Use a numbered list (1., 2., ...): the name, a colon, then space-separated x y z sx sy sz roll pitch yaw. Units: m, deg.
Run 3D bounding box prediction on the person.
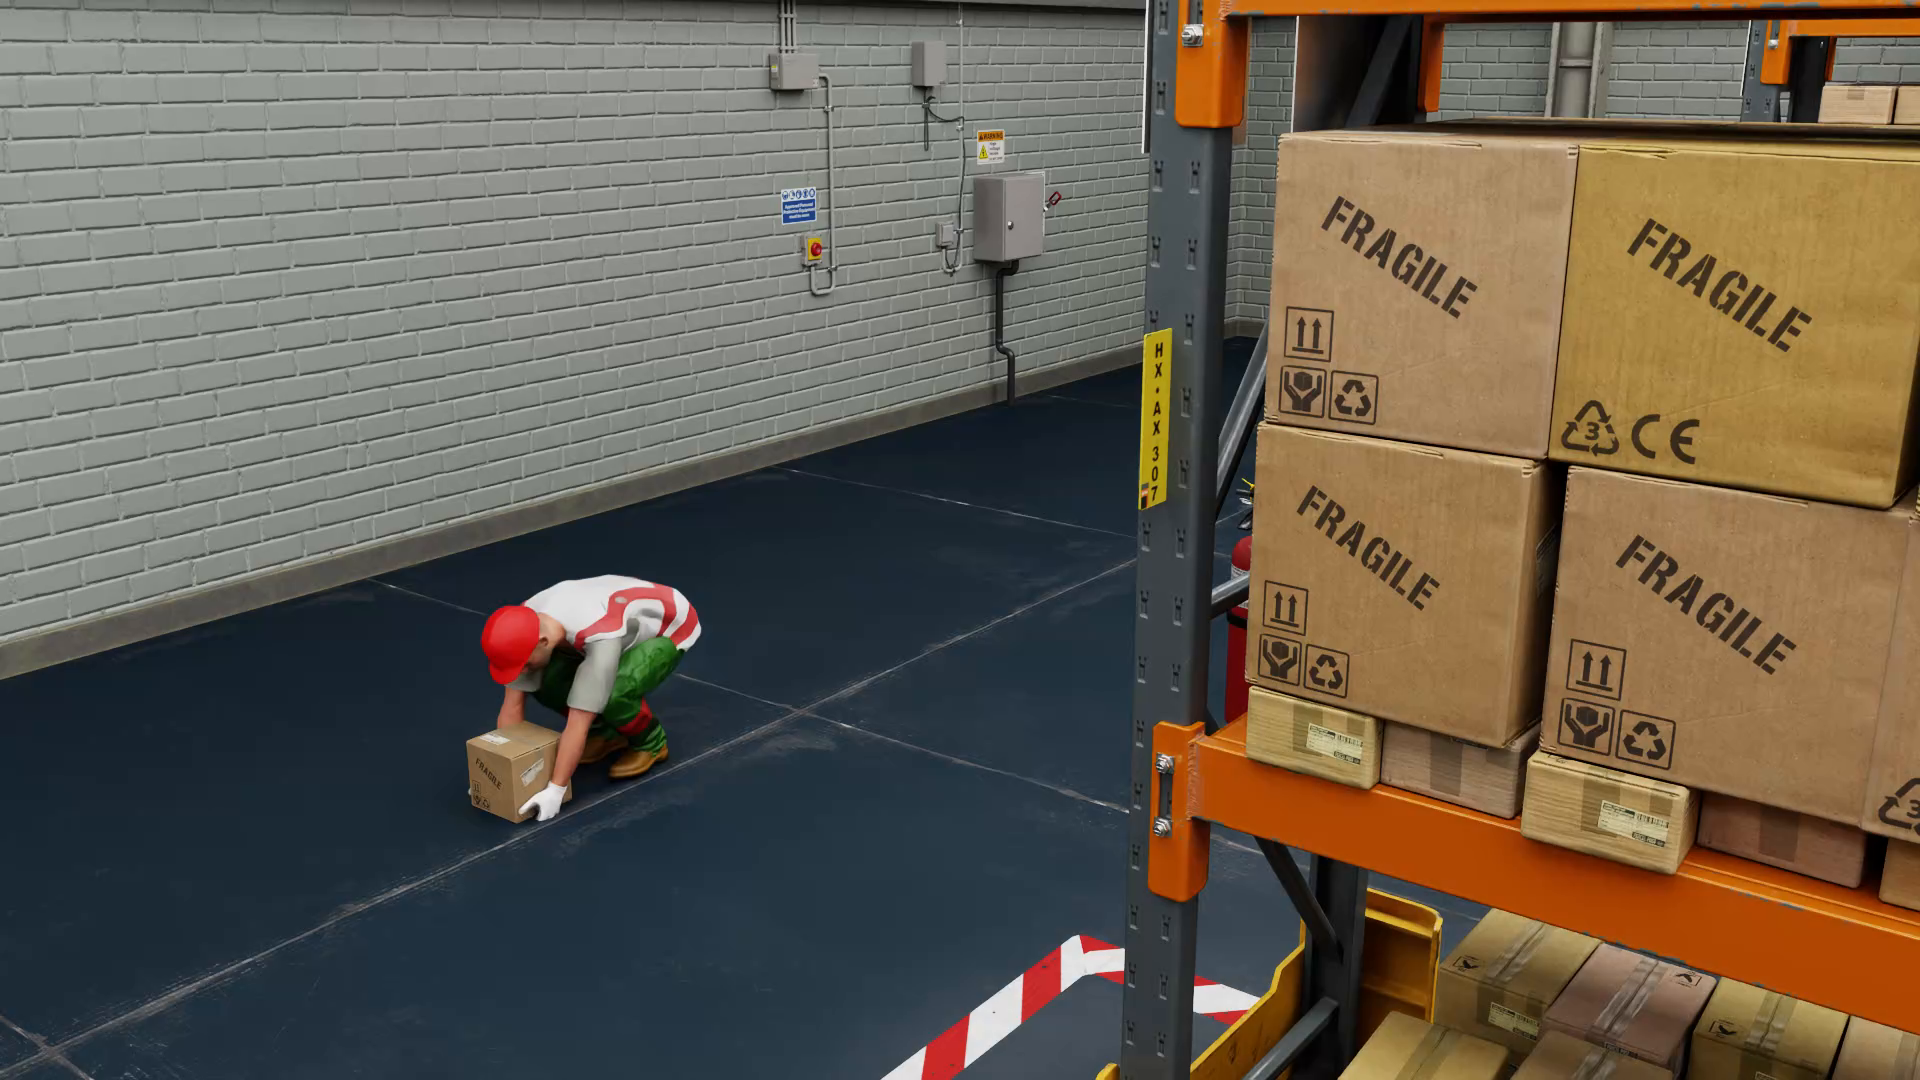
1. person: -1.358 0.530 6.112 0.520 0.817 0.945 11 20 34
